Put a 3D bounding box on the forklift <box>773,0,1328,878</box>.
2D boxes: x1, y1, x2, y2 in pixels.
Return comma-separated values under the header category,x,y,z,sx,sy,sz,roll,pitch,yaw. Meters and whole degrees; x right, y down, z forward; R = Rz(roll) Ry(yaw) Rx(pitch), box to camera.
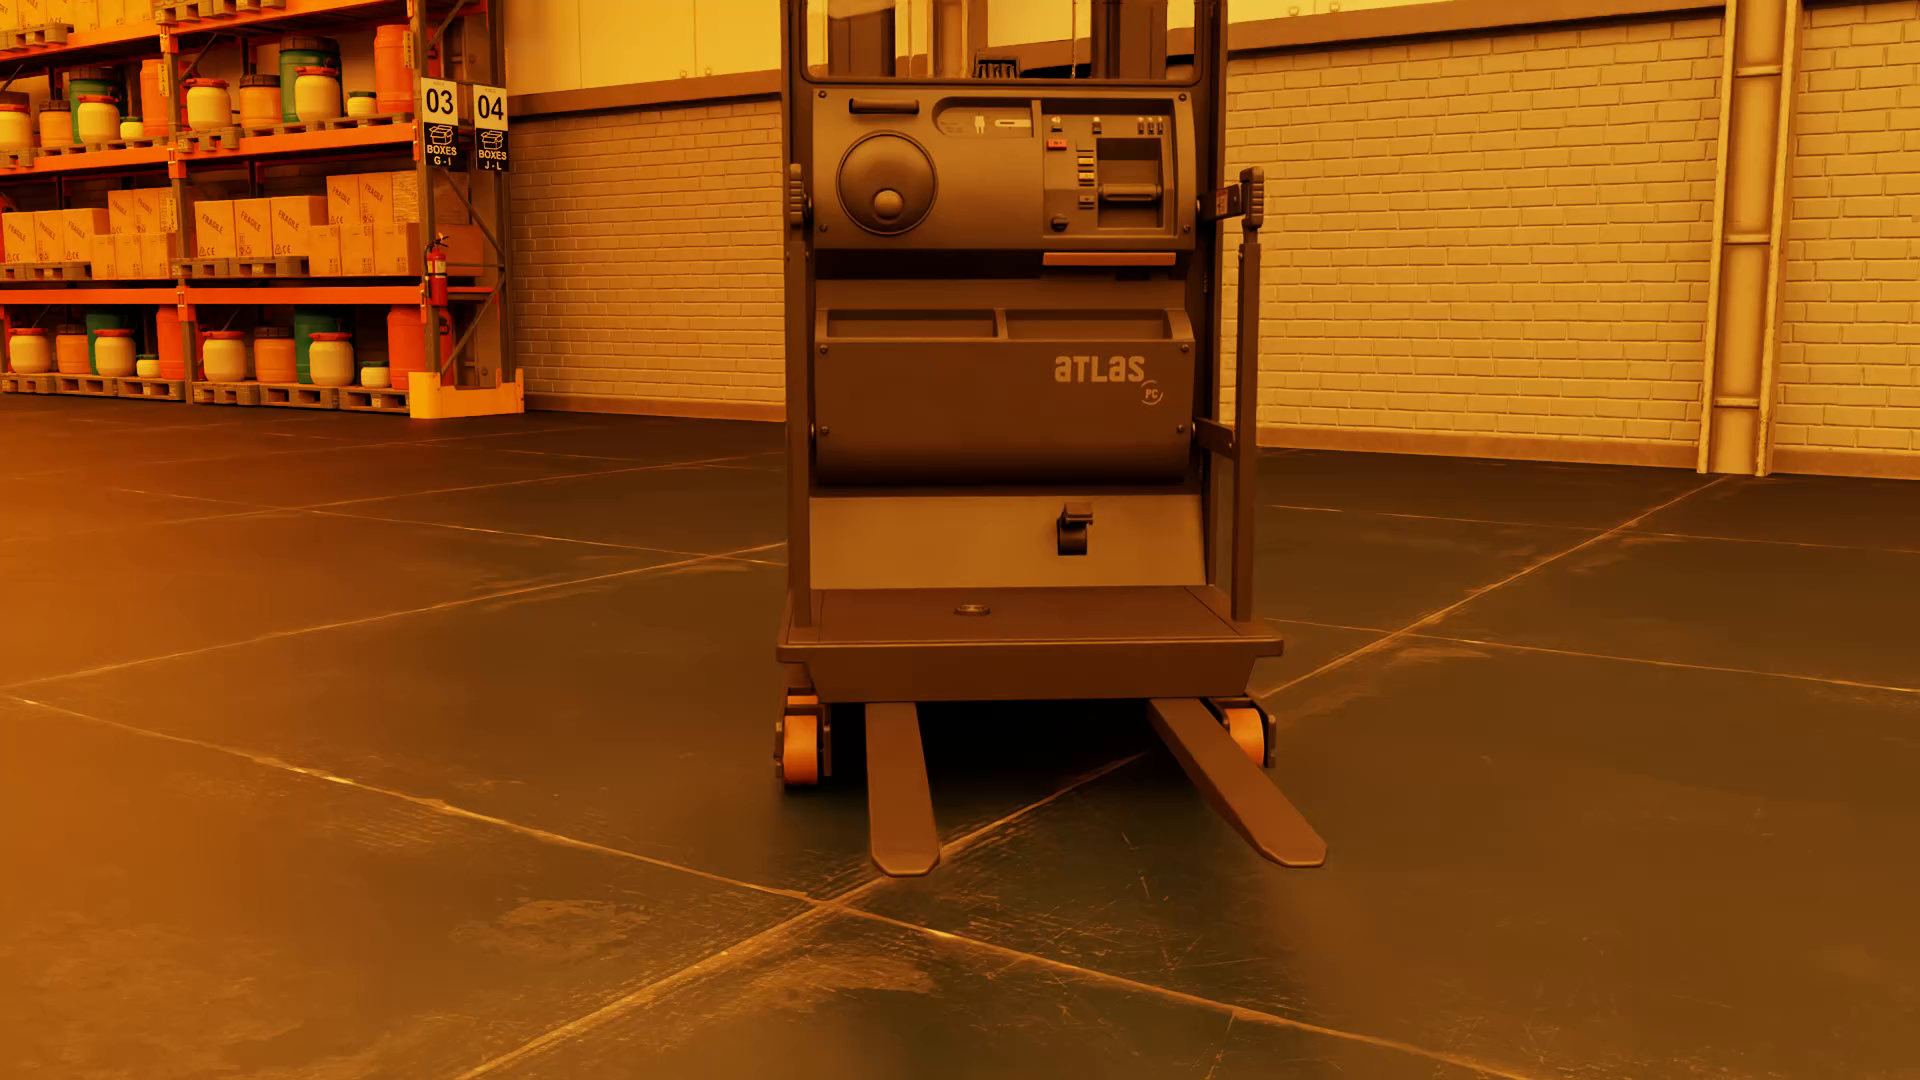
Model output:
category,x,y,z,sx,sy,sz,roll,pitch,yaw
forklift,0.124,-0.945,3.840,1.130,2.935,3.031,-1,8,-4
